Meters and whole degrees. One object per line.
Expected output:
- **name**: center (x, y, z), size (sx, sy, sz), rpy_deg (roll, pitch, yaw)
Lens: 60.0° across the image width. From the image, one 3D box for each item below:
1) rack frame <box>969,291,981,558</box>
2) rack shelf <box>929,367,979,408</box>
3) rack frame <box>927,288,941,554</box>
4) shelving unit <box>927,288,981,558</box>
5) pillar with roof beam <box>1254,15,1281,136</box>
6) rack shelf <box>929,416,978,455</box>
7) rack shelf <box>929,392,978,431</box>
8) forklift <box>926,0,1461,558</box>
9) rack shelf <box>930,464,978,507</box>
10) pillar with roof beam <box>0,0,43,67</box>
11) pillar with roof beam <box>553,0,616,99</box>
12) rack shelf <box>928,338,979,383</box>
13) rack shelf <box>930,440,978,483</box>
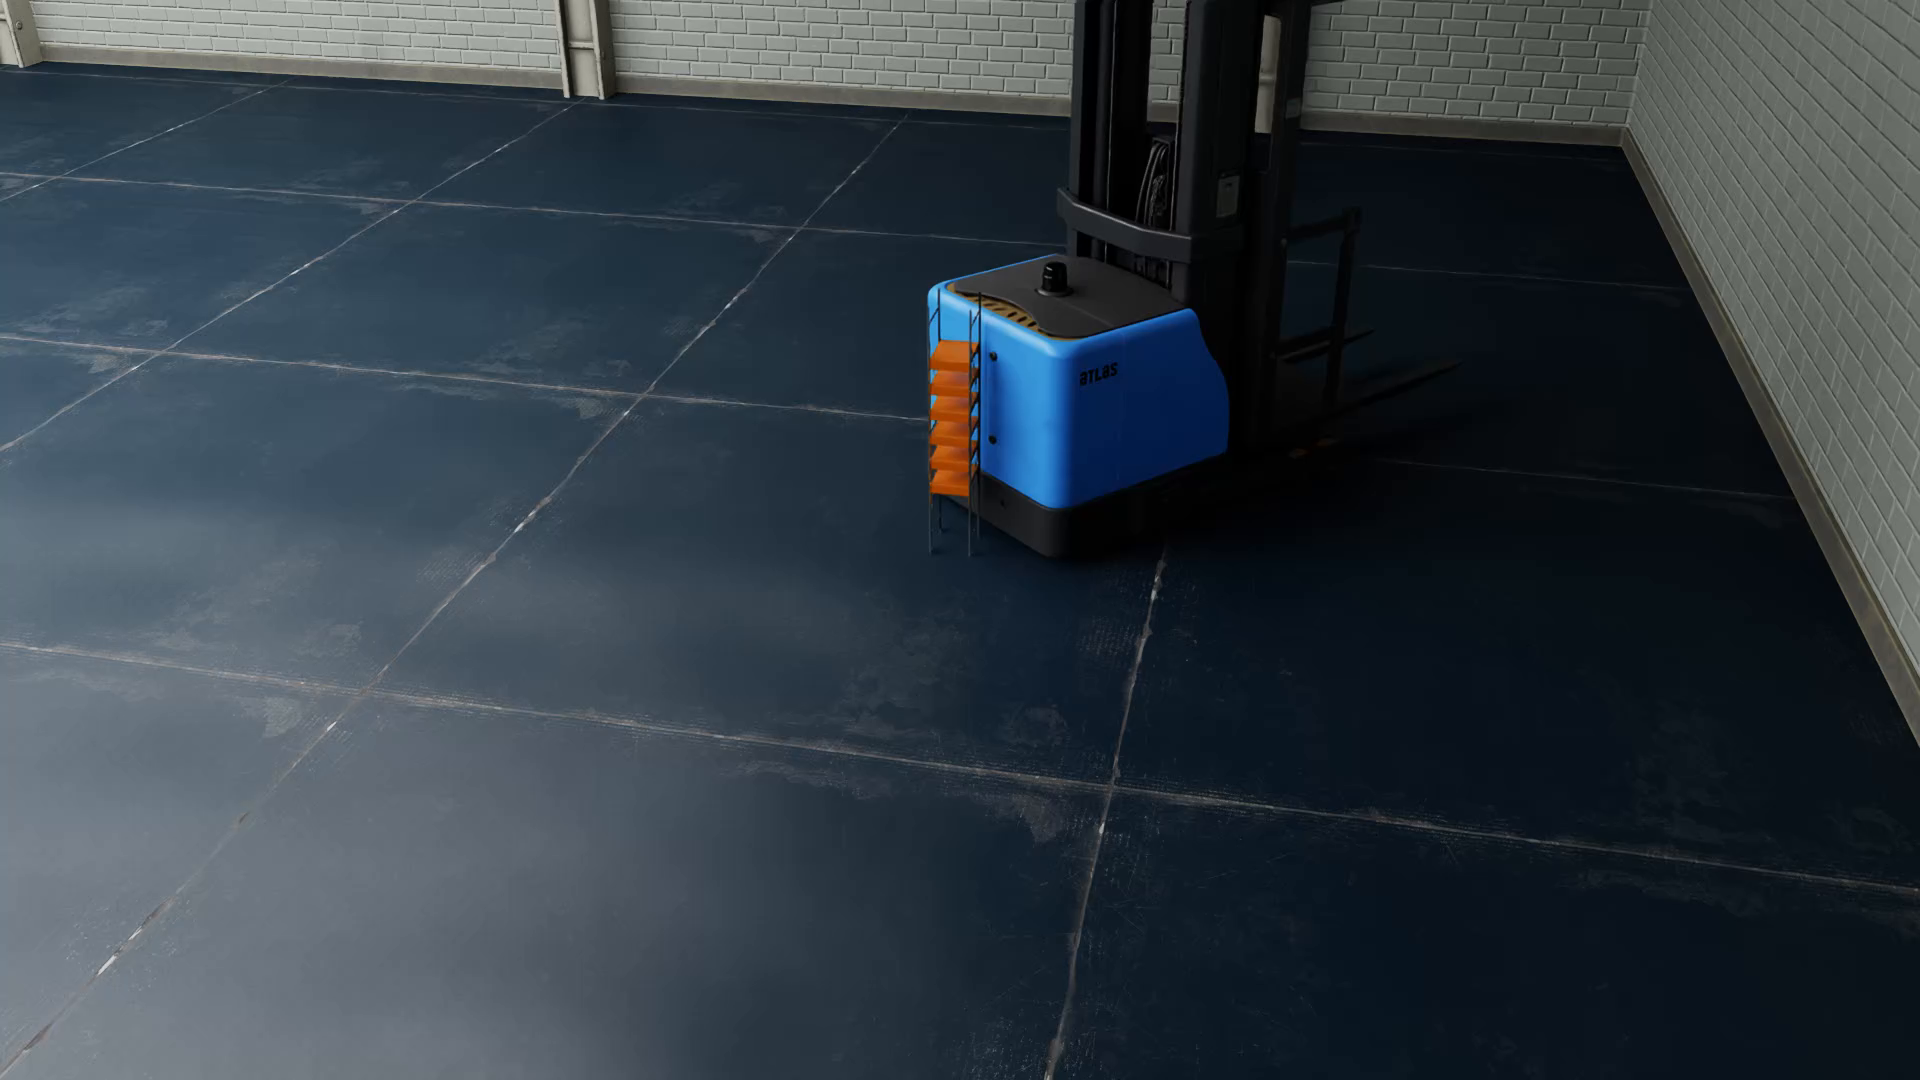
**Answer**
- **rack frame**: center (0.066, -0.501, 7.415), size (0.006, 1.200, 0.240), rpy_deg (5, 29, 10)
- **rack shelf**: center (-0.024, -0.681, 7.337), size (0.180, 0.103, 0.258), rpy_deg (5, 29, 10)
- **rack frame**: center (-0.113, -0.518, 7.446), size (0.006, 1.200, 0.240), rpy_deg (5, 29, 10)
- **shelving unit**: center (-0.024, -0.509, 7.431), size (0.189, 1.200, 0.258), rpy_deg (5, 29, 10)
- **pillar with roof beam**: center (1.599, -5.396, 8.235), size (0.400, 9.000, 9.100), rpy_deg (6, 29, 11)
- **rack shelf**: center (-0.024, -0.471, 7.452), size (0.180, 0.103, 0.258), rpy_deg (5, 29, 10)
- **rack shelf**: center (-0.024, -0.576, 7.394), size (0.180, 0.103, 0.258), rpy_deg (5, 29, 10)
- **forklift**: center (1.321, -1.758, 7.909), size (3.031, 2.935, 1.130), rpy_deg (-20, 34, -32)
- **rack shelf**: center (-0.024, -0.260, 7.568), size (0.180, 0.103, 0.258), rpy_deg (5, 29, 10)
- **pillar with roof beam**: center (-10.137, -6.599, 10.433), size (0.400, 9.000, 9.100), rpy_deg (6, 29, 11)
- **pillar with roof beam**: center (-4.269, -5.998, 9.334), size (0.400, 9.000, 9.100), rpy_deg (6, 29, 11)
- **rack shelf**: center (-0.024, -0.786, 7.279), size (0.180, 0.103, 0.258), rpy_deg (5, 29, 10)
- **rack shelf**: center (-0.024, -0.365, 7.510), size (0.180, 0.103, 0.258), rpy_deg (5, 29, 10)
